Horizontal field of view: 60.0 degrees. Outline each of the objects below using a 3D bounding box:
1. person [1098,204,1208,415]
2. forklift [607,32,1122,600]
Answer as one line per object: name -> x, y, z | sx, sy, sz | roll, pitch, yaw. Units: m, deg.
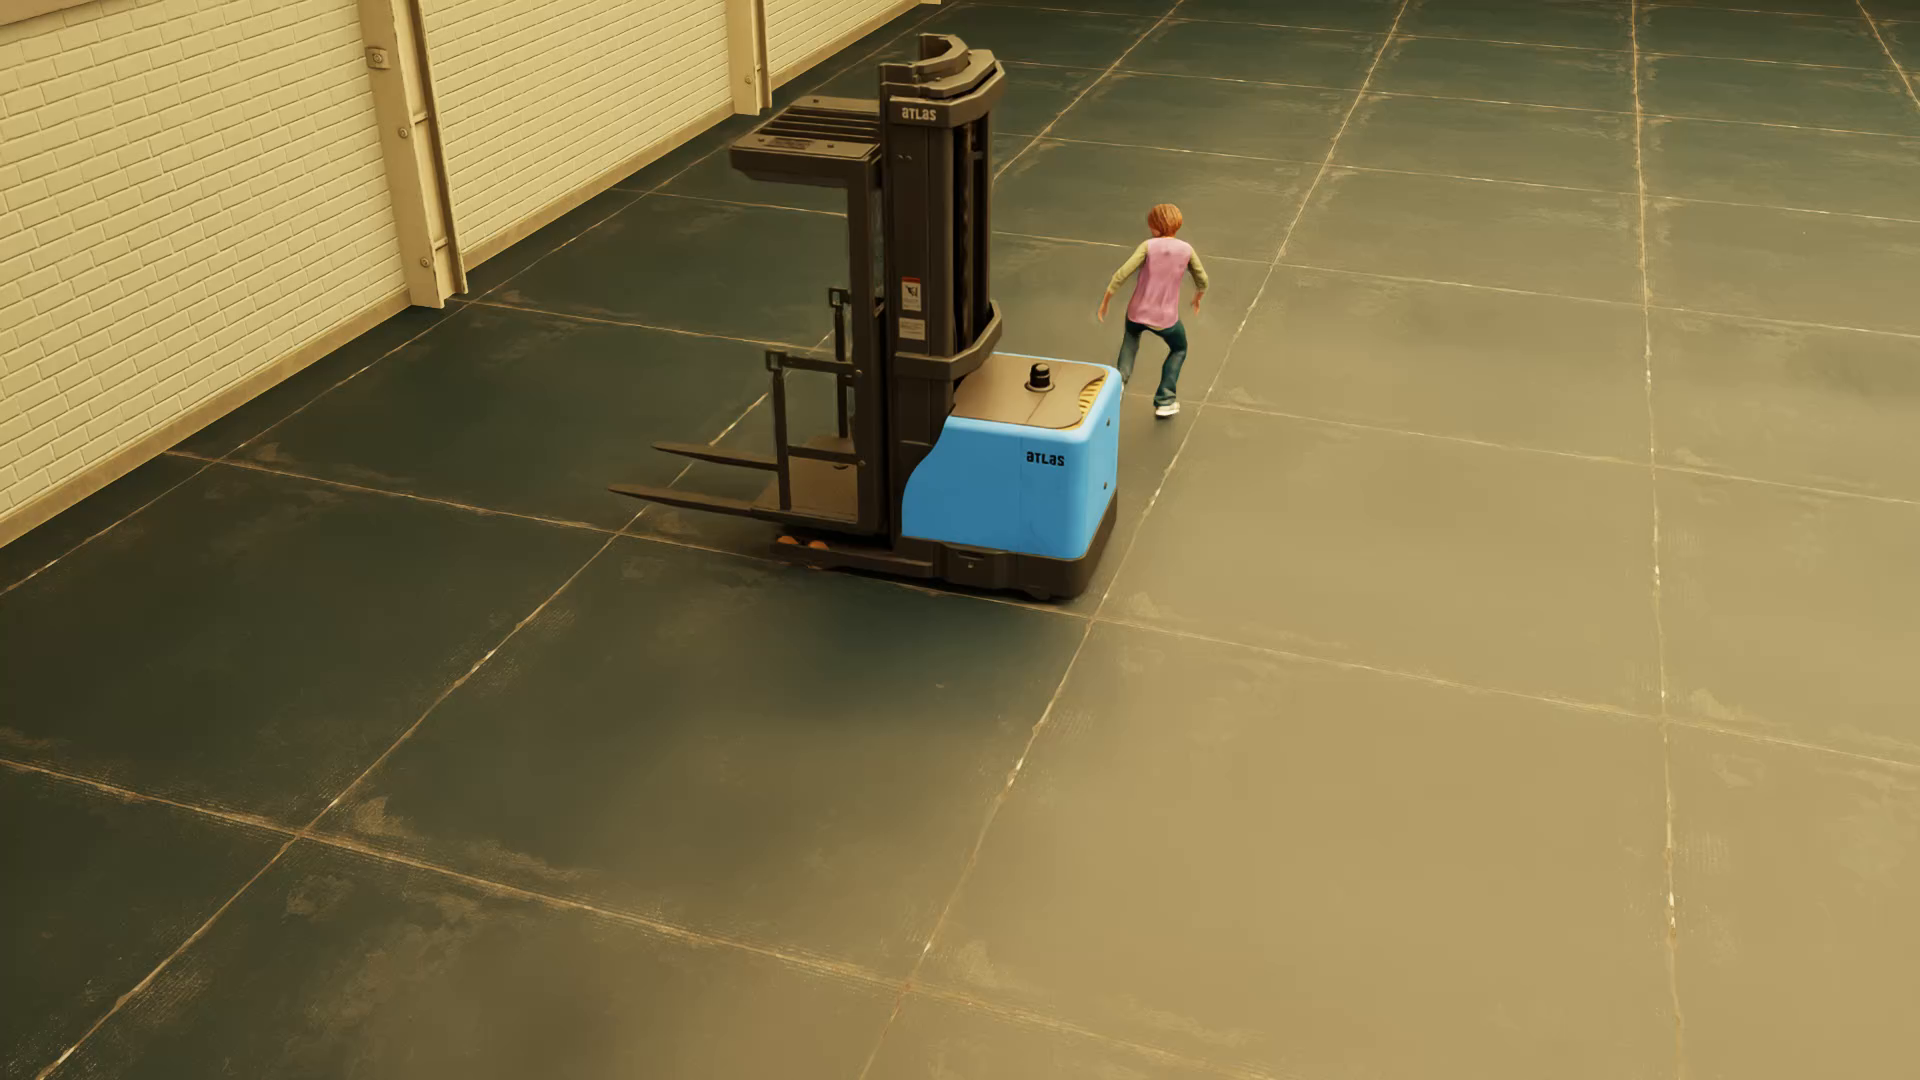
person -> 1.322, -1.563, 11.347 | 0.695, 1.502, 0.527 | 7, 30, 12
forklift -> -0.620, -1.339, 9.486 | 3.031, 2.935, 1.130 | 8, 31, 14
